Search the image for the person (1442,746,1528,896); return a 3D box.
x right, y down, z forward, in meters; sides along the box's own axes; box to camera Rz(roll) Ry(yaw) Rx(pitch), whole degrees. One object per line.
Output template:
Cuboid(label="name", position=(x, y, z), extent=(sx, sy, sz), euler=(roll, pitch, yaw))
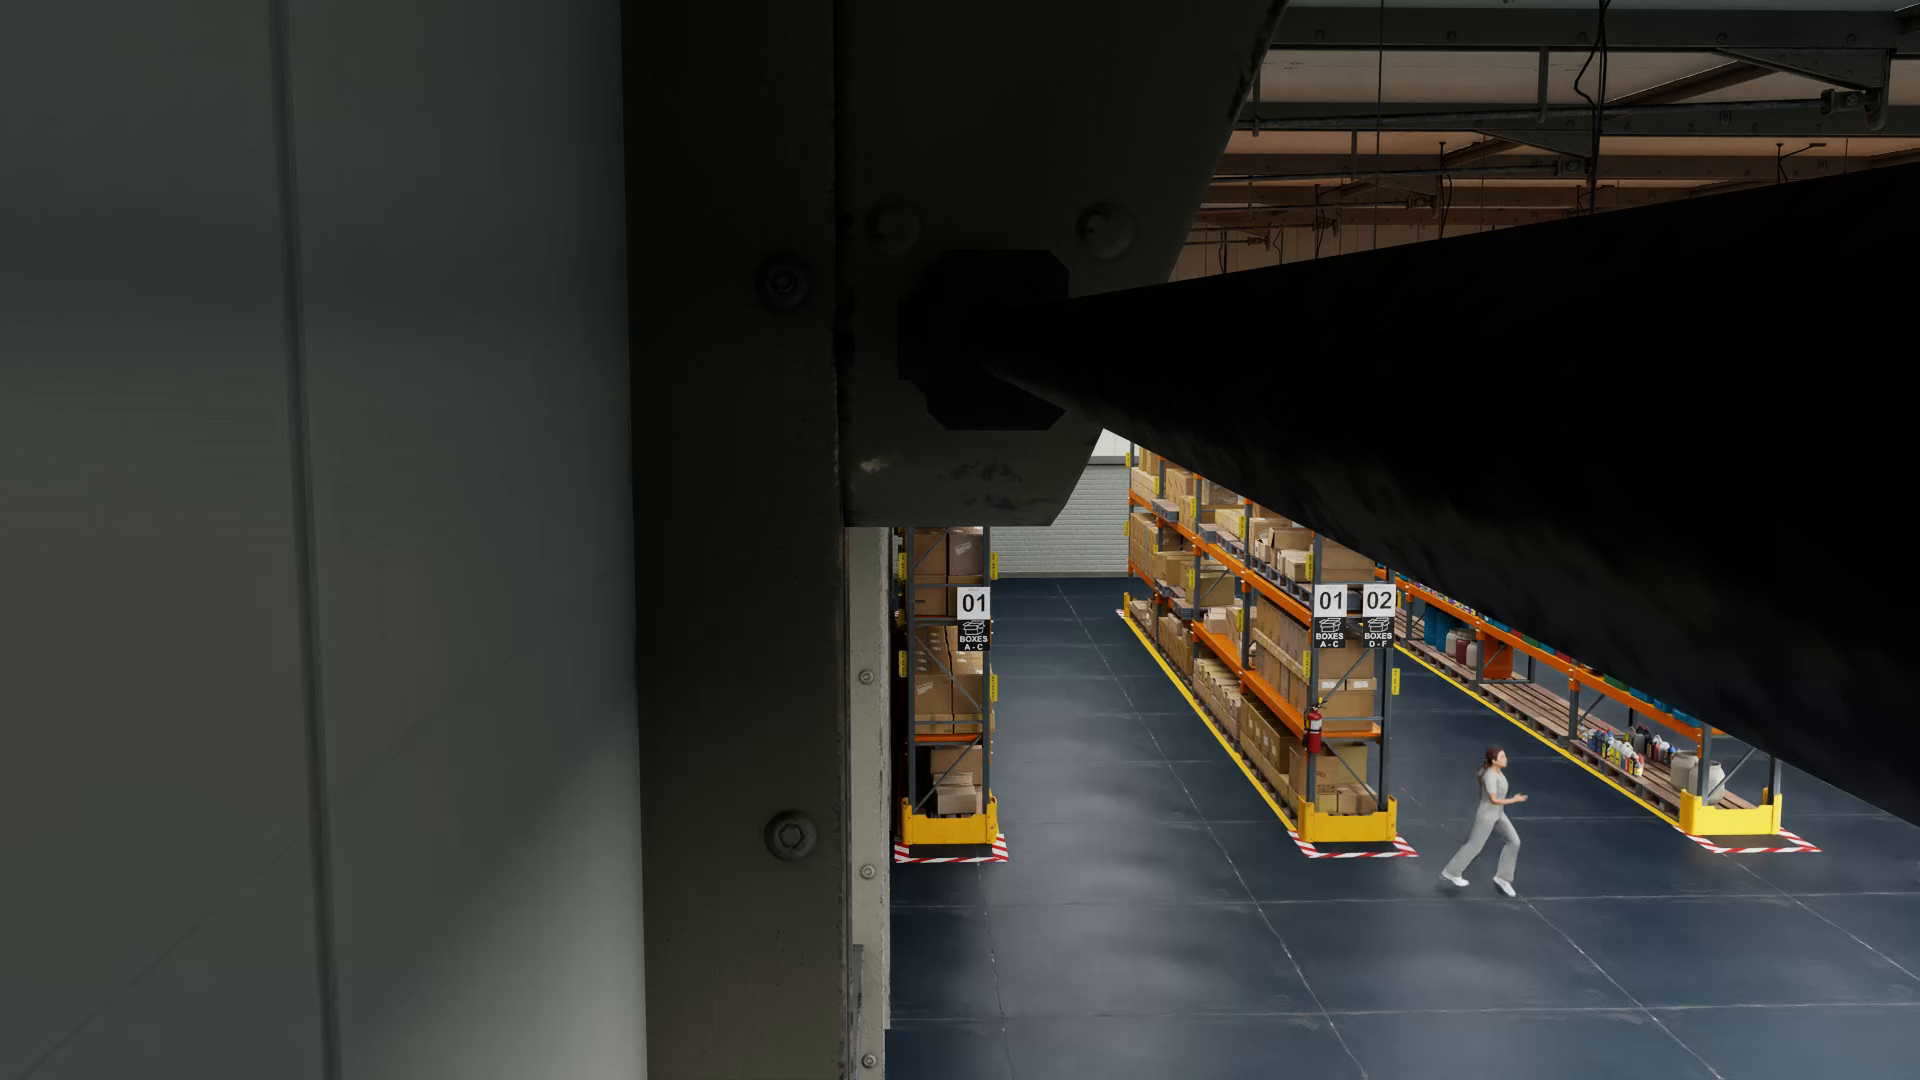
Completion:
Cuboid(label="person", position=(5.903, 3.131, 18.645), extent=(0.880, 1.712, 0.572), euler=(4, 8, 30))
